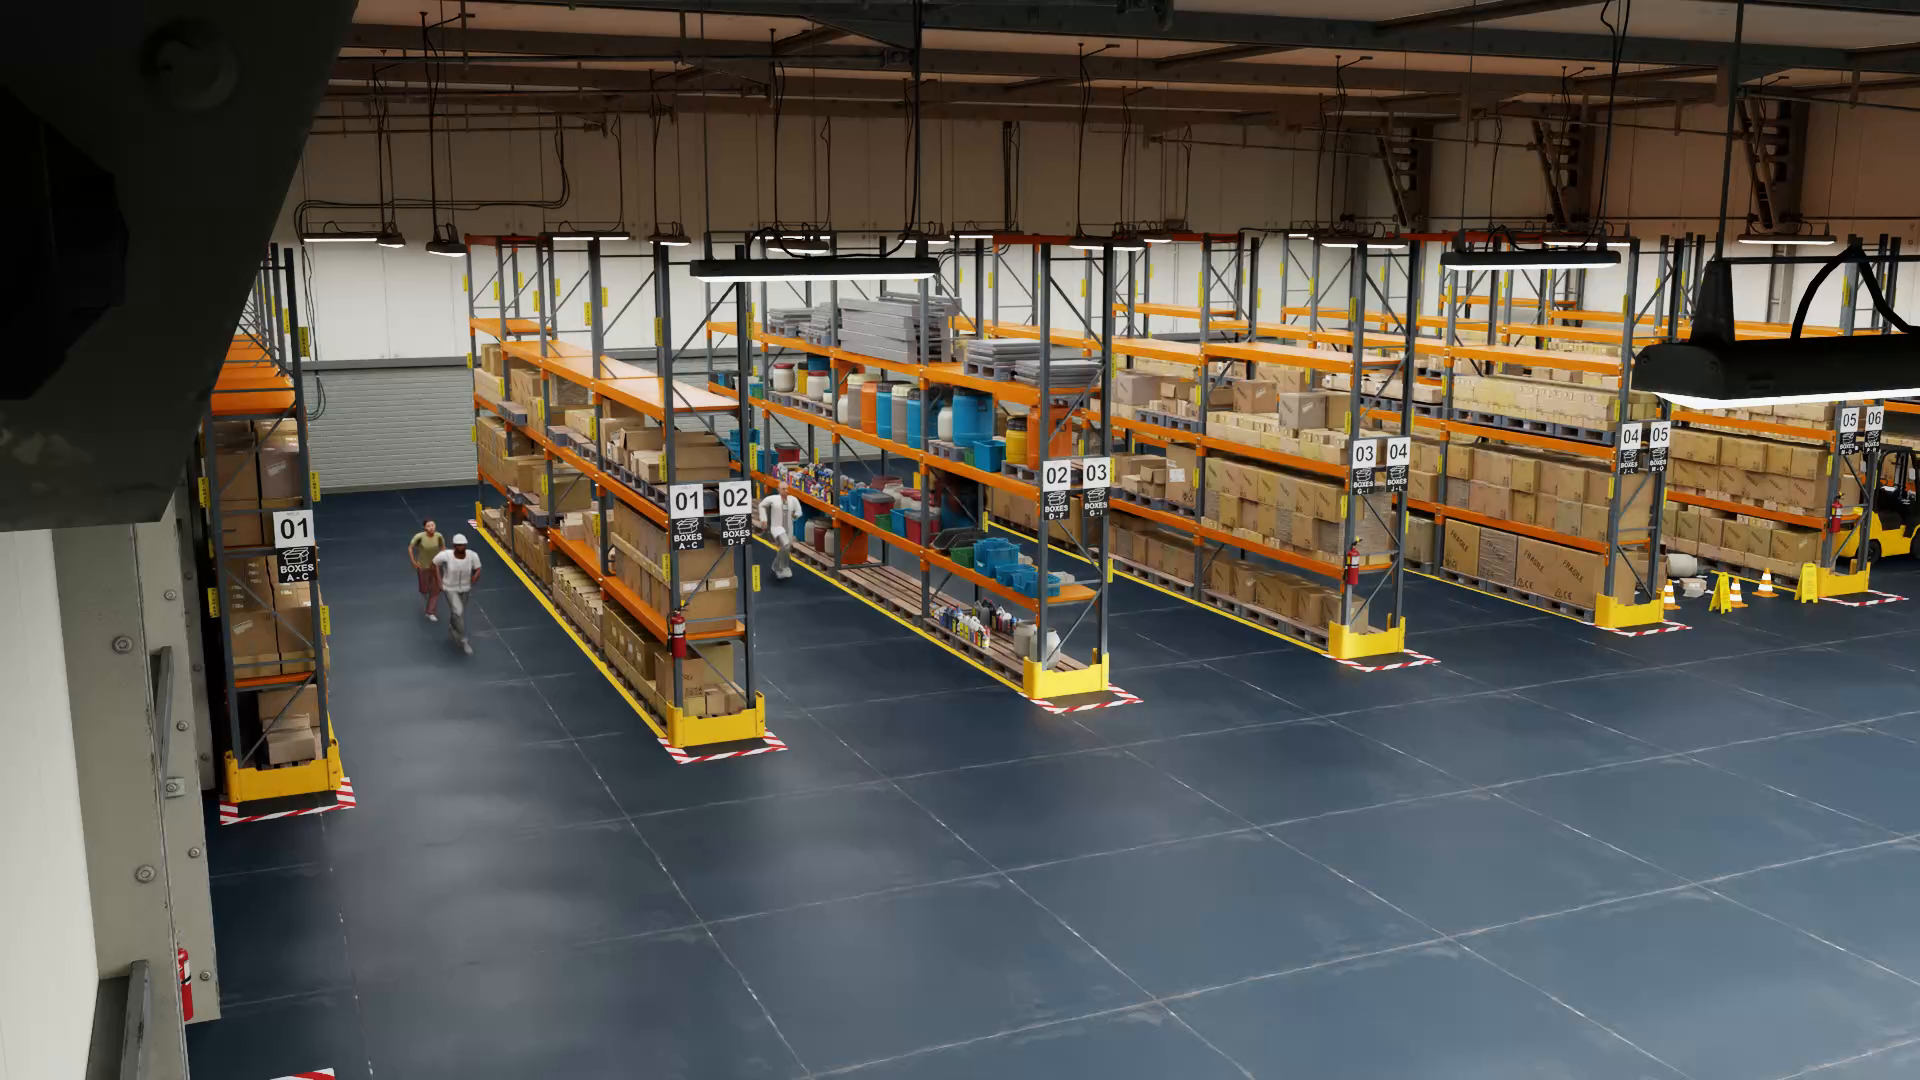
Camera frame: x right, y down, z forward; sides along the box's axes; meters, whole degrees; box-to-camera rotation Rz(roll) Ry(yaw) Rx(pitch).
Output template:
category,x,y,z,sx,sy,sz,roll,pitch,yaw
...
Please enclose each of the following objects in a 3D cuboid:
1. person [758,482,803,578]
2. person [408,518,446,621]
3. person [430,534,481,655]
category,x,y,z,sx,sy,sz,roll,pitch,yaw
person,-3.109,-0.157,29.015,0.672,1.763,0.960,-7,13,-31
person,-8.555,0.437,26.742,0.594,1.646,0.812,-6,13,-30
person,-7.458,0.750,24.674,0.702,1.771,0.962,-8,14,-35
